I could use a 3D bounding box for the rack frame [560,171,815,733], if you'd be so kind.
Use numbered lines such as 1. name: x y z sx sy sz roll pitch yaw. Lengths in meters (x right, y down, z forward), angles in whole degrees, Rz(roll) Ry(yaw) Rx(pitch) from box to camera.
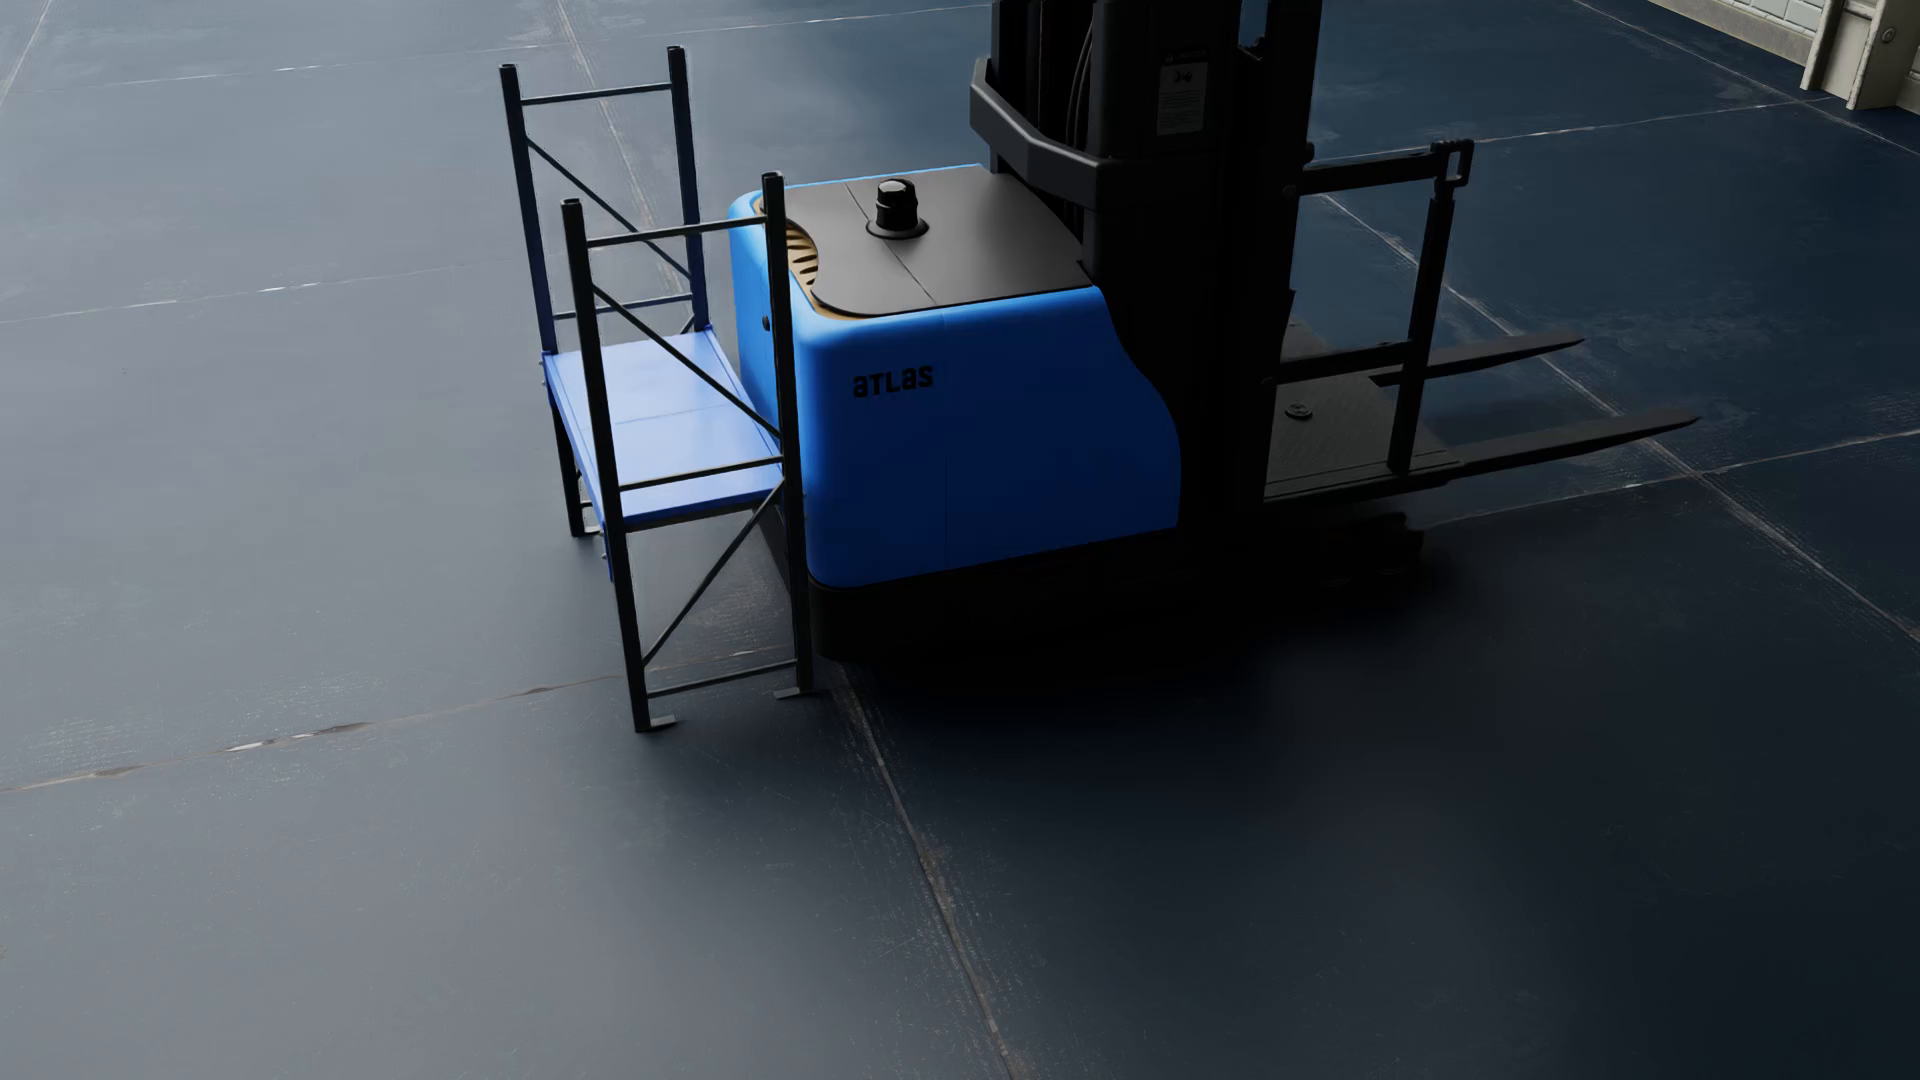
1. rack frame: -0.642 -0.164 4.137 0.500 1.500 0.032 -12 35 -17

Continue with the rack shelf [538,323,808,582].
1. rack shelf: -0.820 -0.276 4.633 0.538 0.185 1.000 -12 35 -17

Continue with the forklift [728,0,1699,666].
1. forklift: 0.887 -1.347 4.630 3.031 2.935 1.130 -10 35 -15

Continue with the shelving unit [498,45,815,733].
1. shelving unit: -0.820 -0.426 4.534 0.538 1.500 1.048 -12 35 -17

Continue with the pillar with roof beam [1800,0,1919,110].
1. pillar with roof beam: 0.615 -5.387 5.240 9.100 9.000 0.400 -10 35 -15

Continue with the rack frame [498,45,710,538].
1. rack frame: -0.998 -0.688 4.932 0.500 1.500 0.032 -12 35 -17
